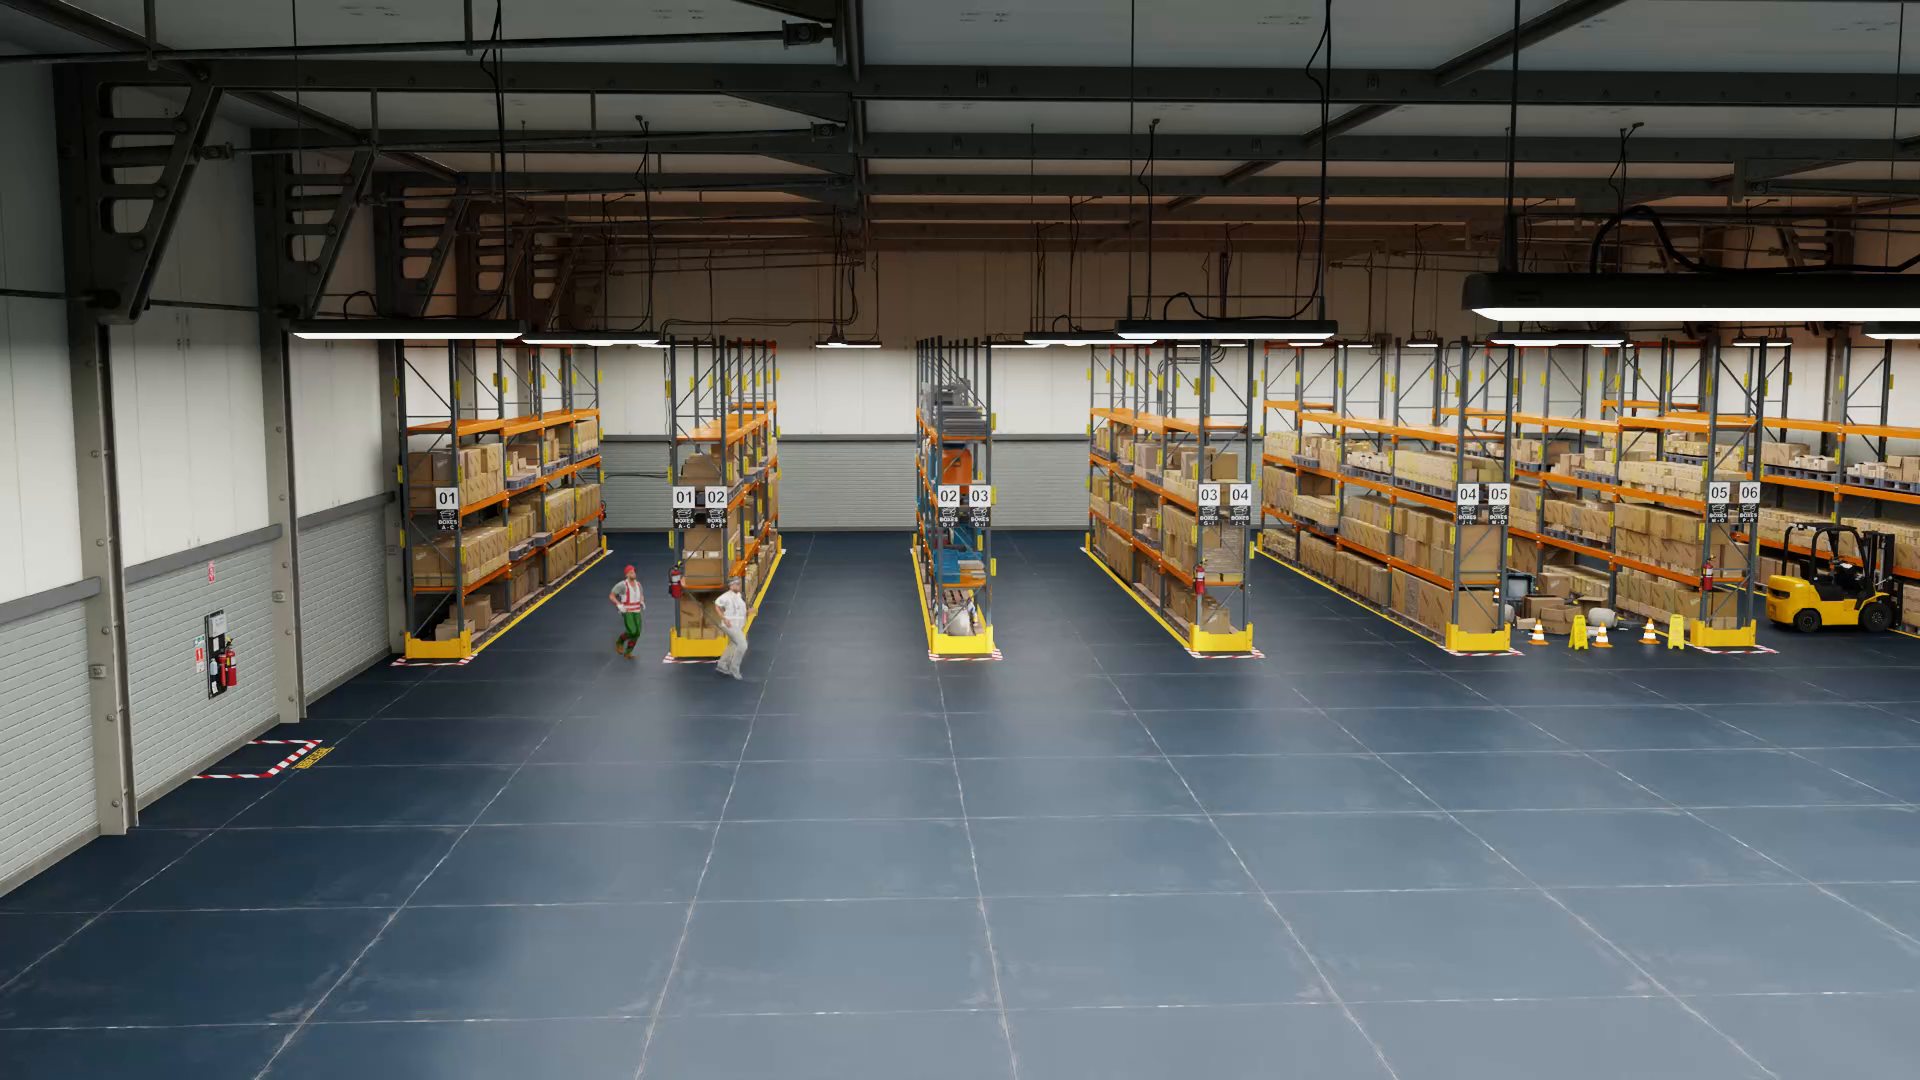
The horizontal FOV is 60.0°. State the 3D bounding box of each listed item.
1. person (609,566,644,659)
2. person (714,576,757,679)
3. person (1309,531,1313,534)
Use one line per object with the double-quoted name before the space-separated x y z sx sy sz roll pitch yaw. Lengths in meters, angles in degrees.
"person" -6.132 1.346 30.979 0.538 1.730 0.709 5 8 36
"person" -3.960 1.545 29.249 0.763 1.836 0.636 2 7 14
"person" 10.763 -0.752 49.771 0.836 1.693 0.587 -3 7 -26
